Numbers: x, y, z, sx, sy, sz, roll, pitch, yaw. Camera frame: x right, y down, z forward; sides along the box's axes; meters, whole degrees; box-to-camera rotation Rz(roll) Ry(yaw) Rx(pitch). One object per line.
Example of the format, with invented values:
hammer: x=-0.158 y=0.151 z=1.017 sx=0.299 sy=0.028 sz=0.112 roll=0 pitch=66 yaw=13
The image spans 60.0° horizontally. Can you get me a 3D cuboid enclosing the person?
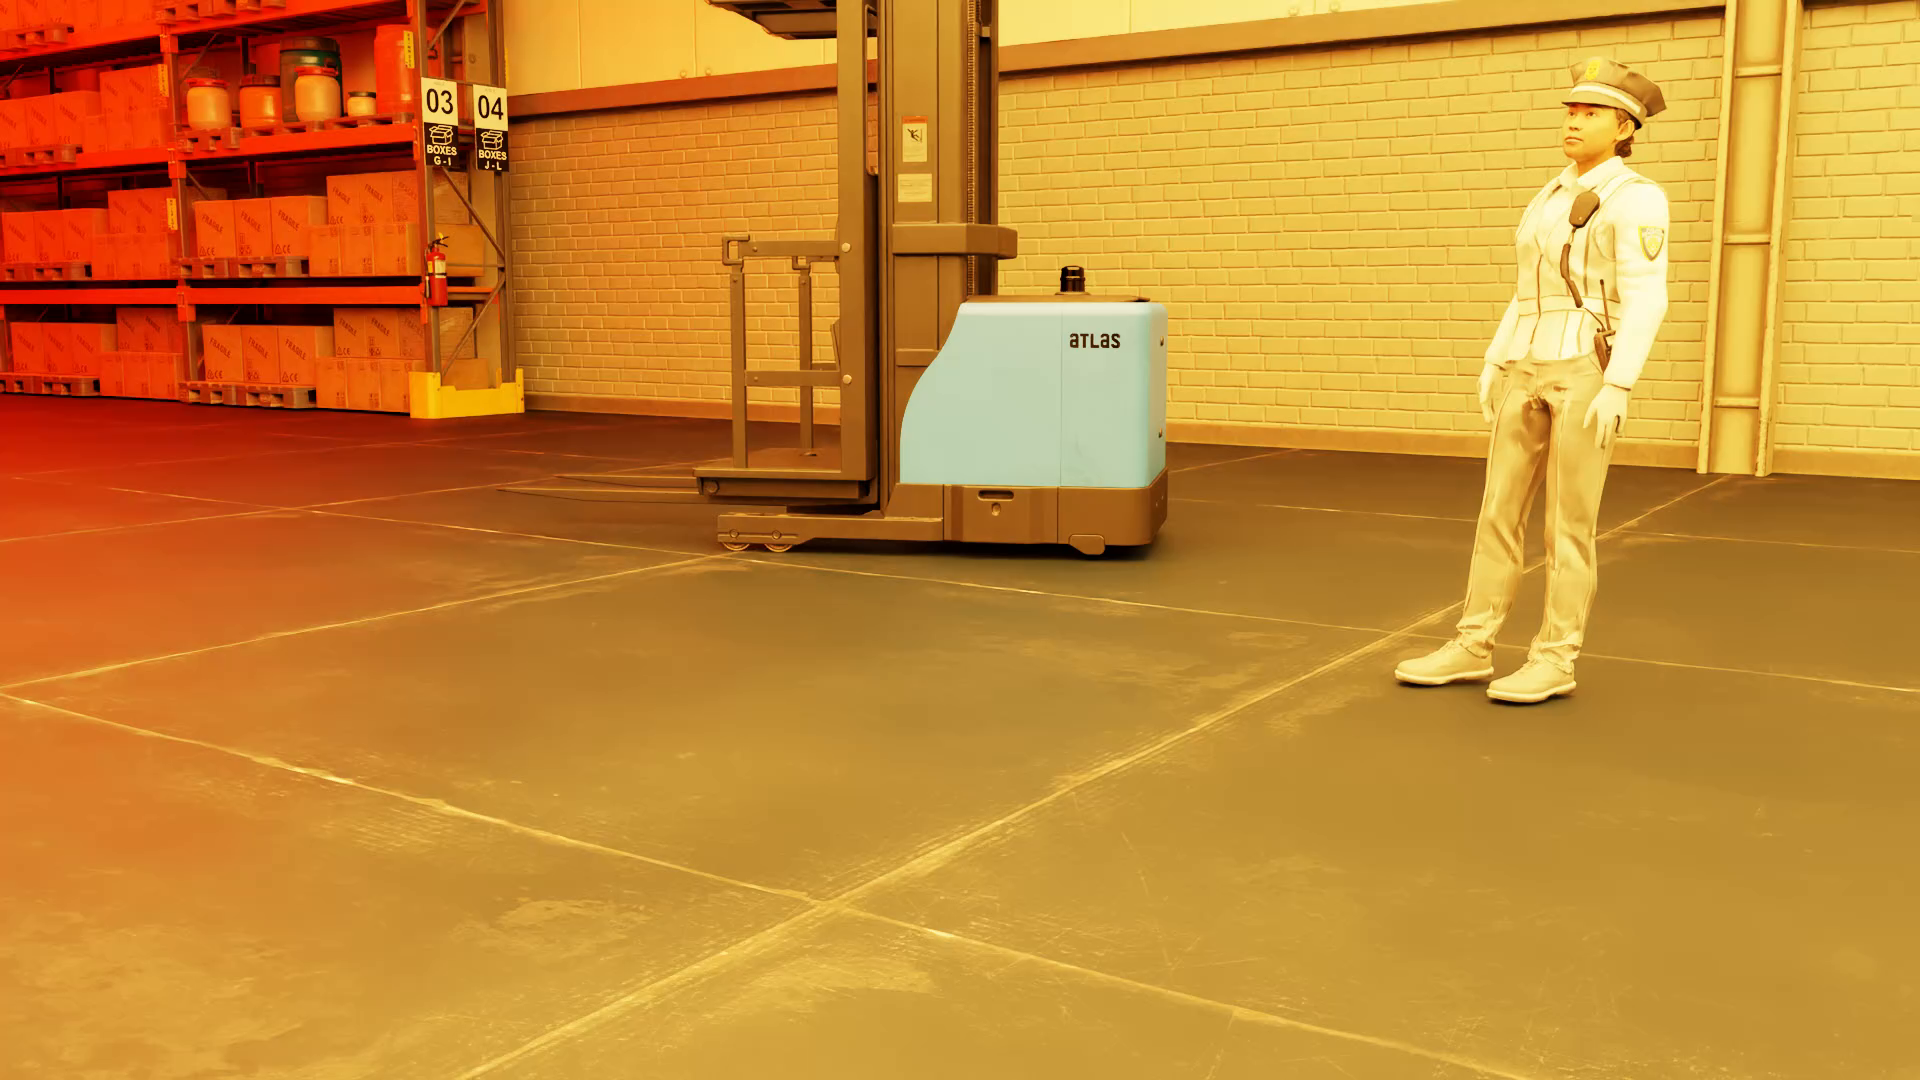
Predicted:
person: x=1.565 y=-0.415 z=4.451 sx=0.535 sy=1.697 sz=0.587 roll=-3 pitch=9 yaw=-19

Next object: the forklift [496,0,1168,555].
forklift: x=-0.596 y=-1.469 z=7.520 sx=3.031 sy=2.935 sz=1.130 roll=2 pitch=8 yaw=12
